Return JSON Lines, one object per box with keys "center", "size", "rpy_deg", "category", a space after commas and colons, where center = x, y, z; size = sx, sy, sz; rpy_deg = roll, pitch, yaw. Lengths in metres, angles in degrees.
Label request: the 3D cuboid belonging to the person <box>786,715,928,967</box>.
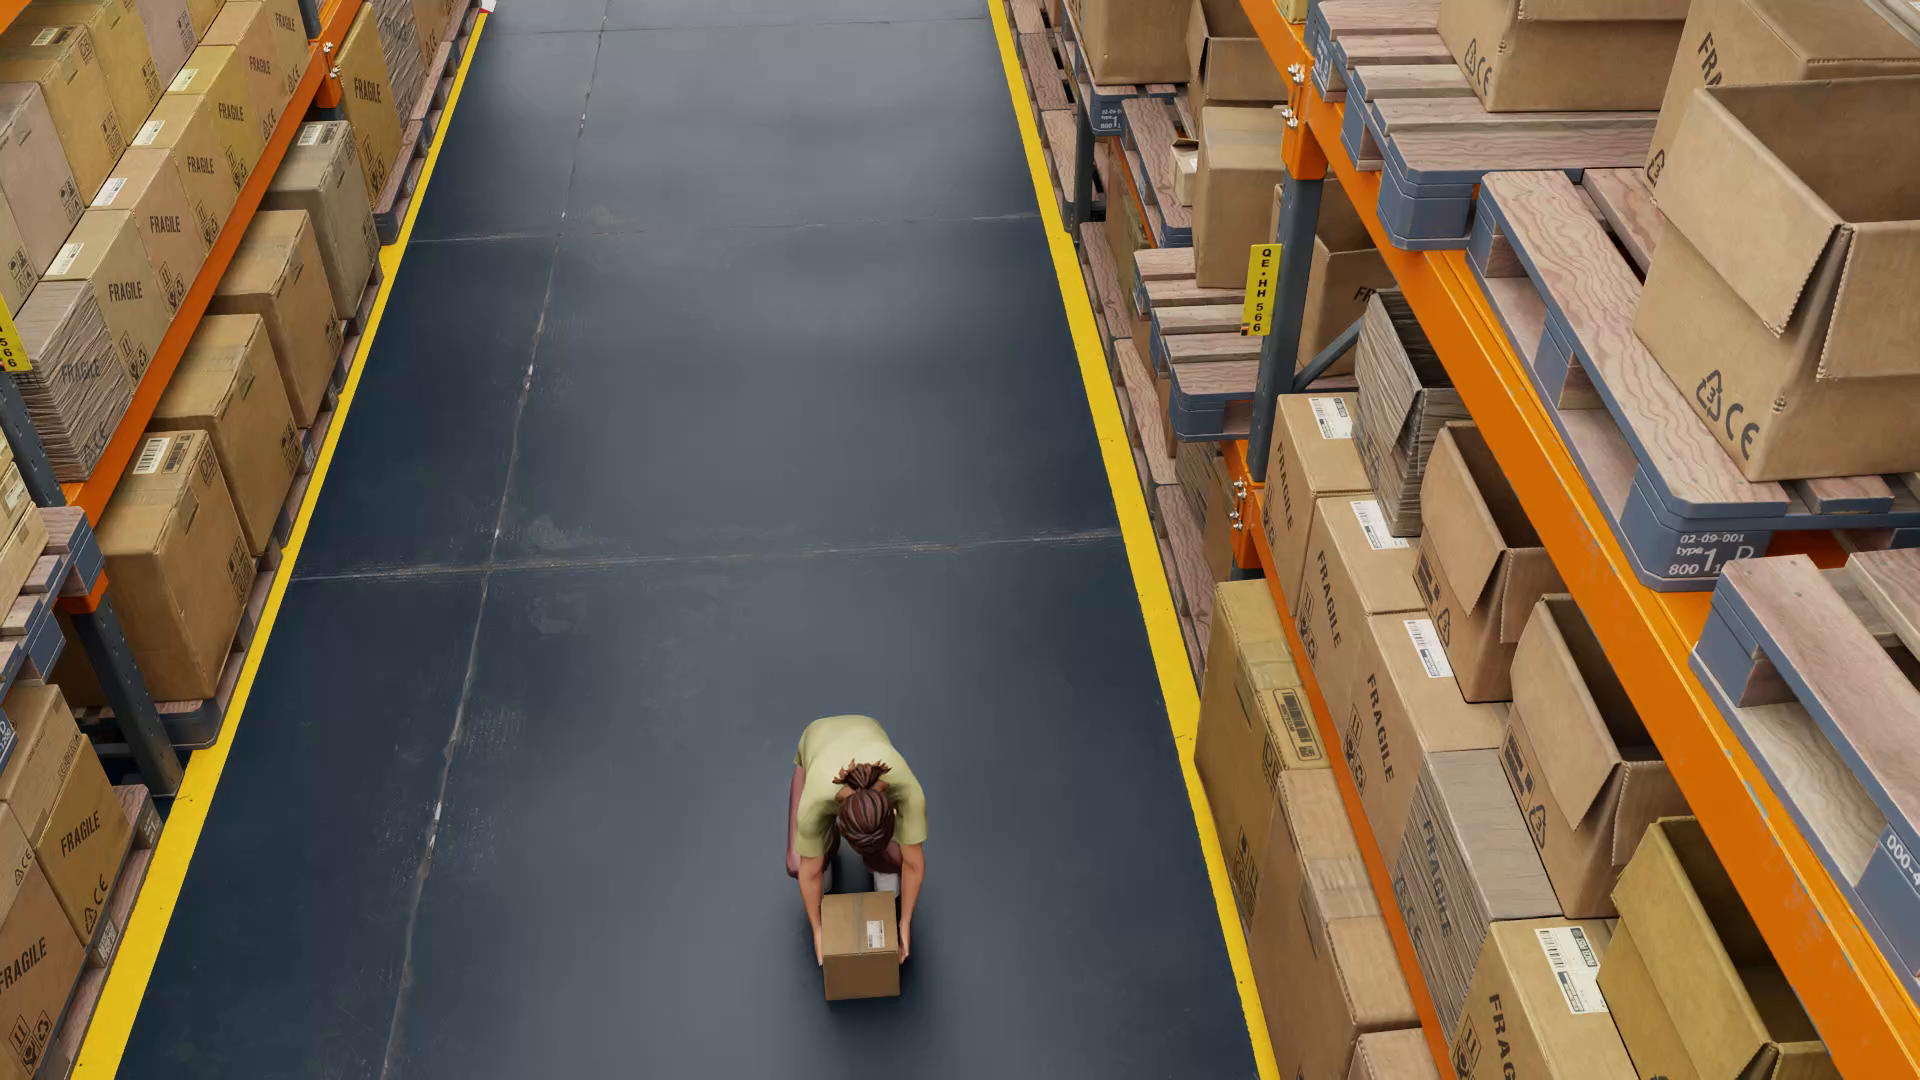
{"center": [-0.360, 0.941, 5.684], "size": [0.484, 0.819, 0.802], "rpy_deg": [-3, 39, -4], "category": "person"}
